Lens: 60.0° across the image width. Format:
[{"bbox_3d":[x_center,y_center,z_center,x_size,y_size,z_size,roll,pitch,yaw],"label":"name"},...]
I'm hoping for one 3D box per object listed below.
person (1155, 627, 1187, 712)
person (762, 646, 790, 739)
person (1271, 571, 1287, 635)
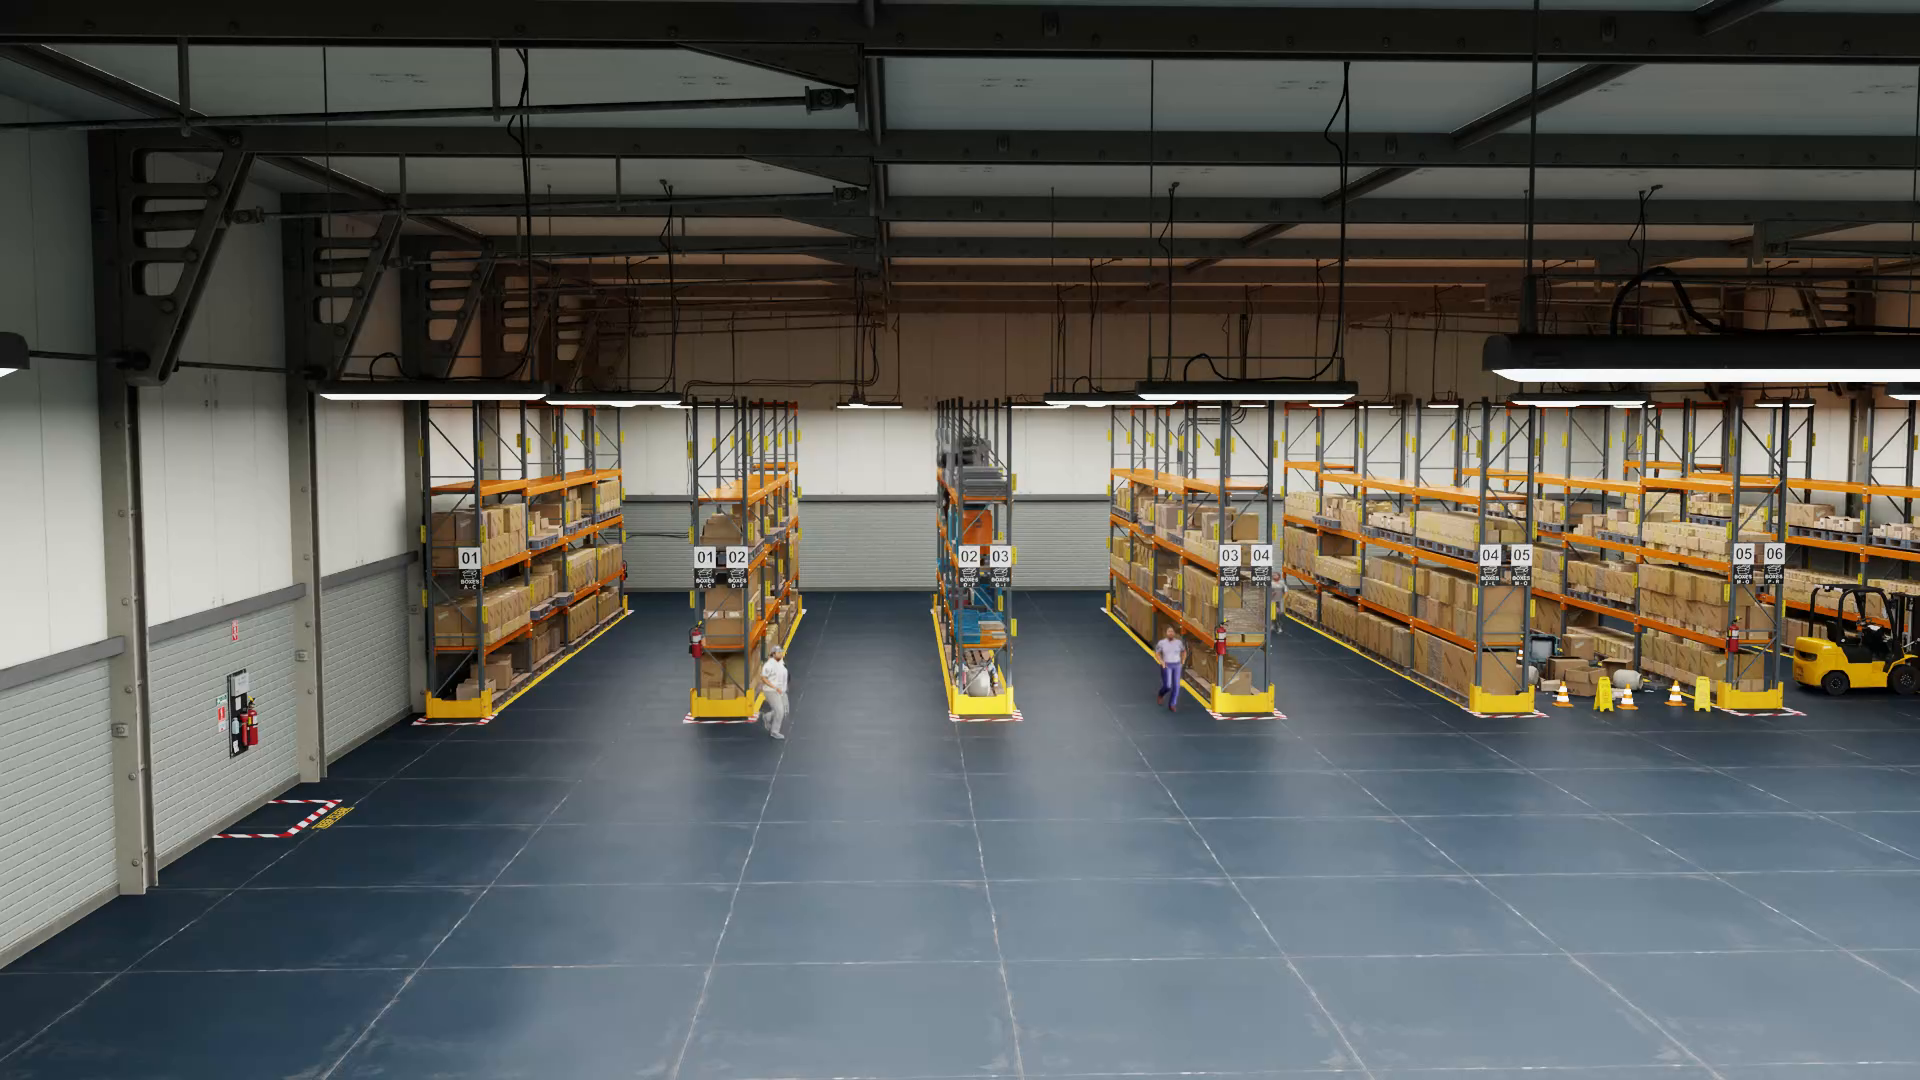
[{"bbox_3d":[4.081,2.474,31.926,0.607,1.592,0.577,0,4,-4],"label":"person"},{"bbox_3d":[-3.286,2.660,29.279,0.586,1.624,0.618,2,5,29],"label":"person"},{"bbox_3d":[8.217,1.617,43.054,0.541,1.617,0.733,0,4,2],"label":"person"}]
